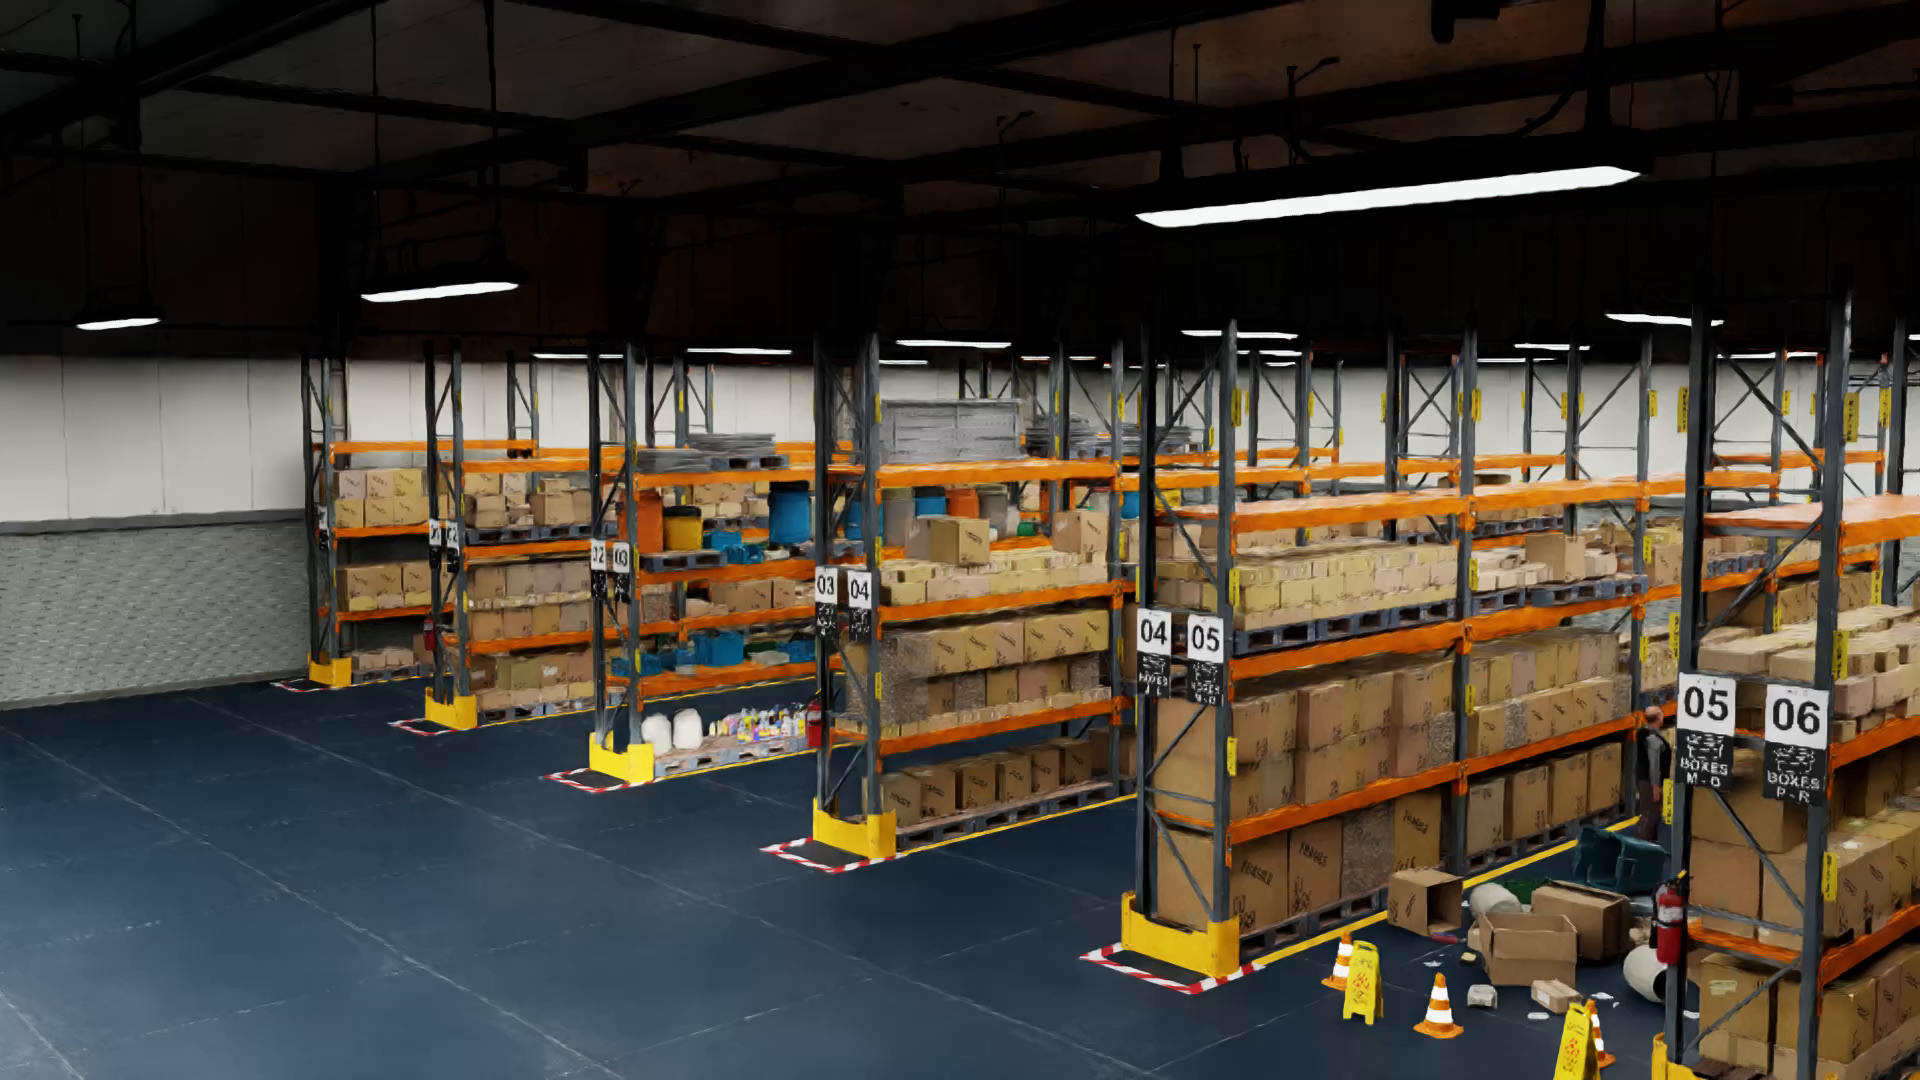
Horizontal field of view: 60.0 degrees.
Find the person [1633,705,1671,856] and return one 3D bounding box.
[{"bbox_3d":[7.672,2.679,18.337,0.450,1.727,0.584,1,5,16],"label":"person"}]

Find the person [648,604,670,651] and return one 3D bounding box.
[{"bbox_3d":[-5.614,1.585,30.923,0.552,1.742,0.677,-5,7,-44],"label":"person"}]

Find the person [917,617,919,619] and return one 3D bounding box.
[{"bbox_3d":[-0.893,1.770,29.800,0.419,1.514,1.038,5,7,45],"label":"person"}]
